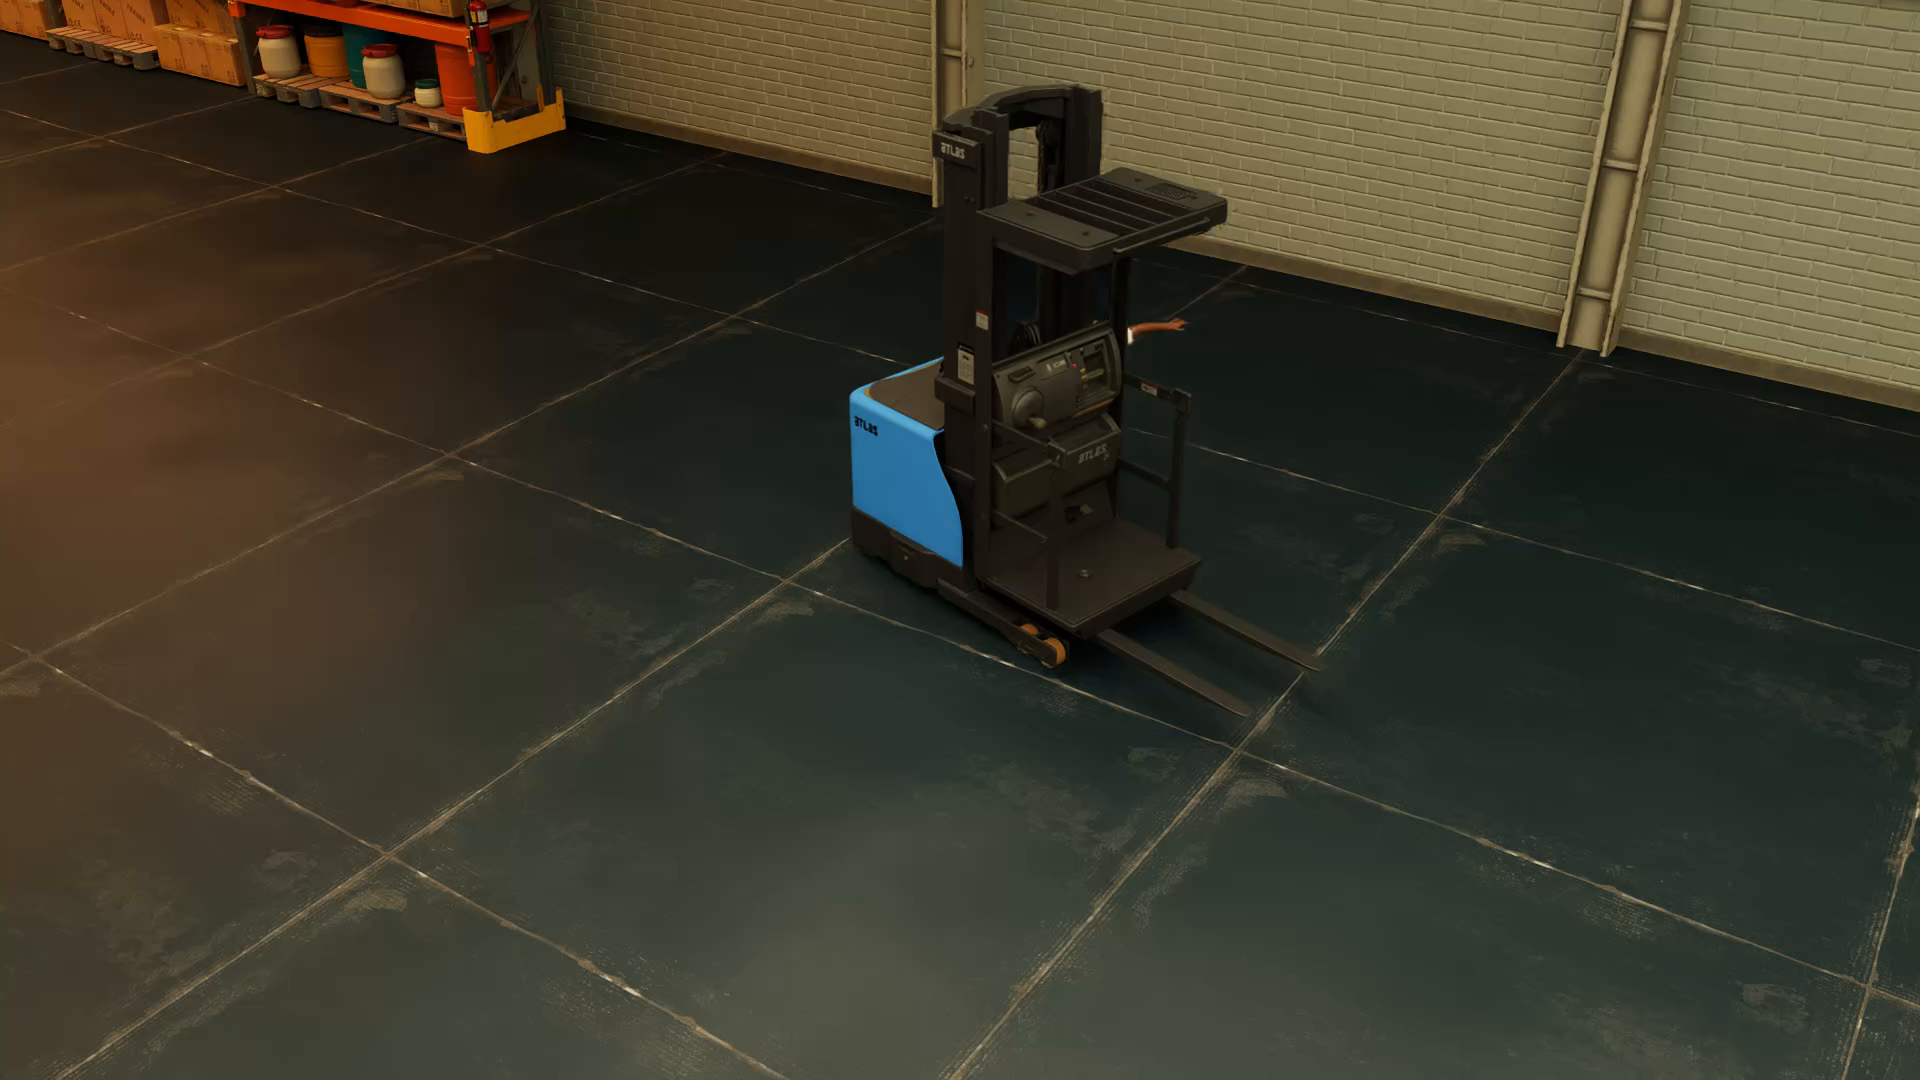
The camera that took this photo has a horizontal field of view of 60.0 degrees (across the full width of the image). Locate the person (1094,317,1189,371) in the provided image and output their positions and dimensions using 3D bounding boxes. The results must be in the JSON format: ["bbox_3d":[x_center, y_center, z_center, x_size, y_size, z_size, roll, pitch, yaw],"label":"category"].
[{"bbox_3d":[0.905,-0.786,10.557,1.322,1.356,0.691,-8,31,-13],"label":"person"}]

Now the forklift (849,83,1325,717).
[{"bbox_3d":[0.689,-0.845,9.036,1.130,2.935,3.031,-25,38,-36],"label":"forklift"}]
